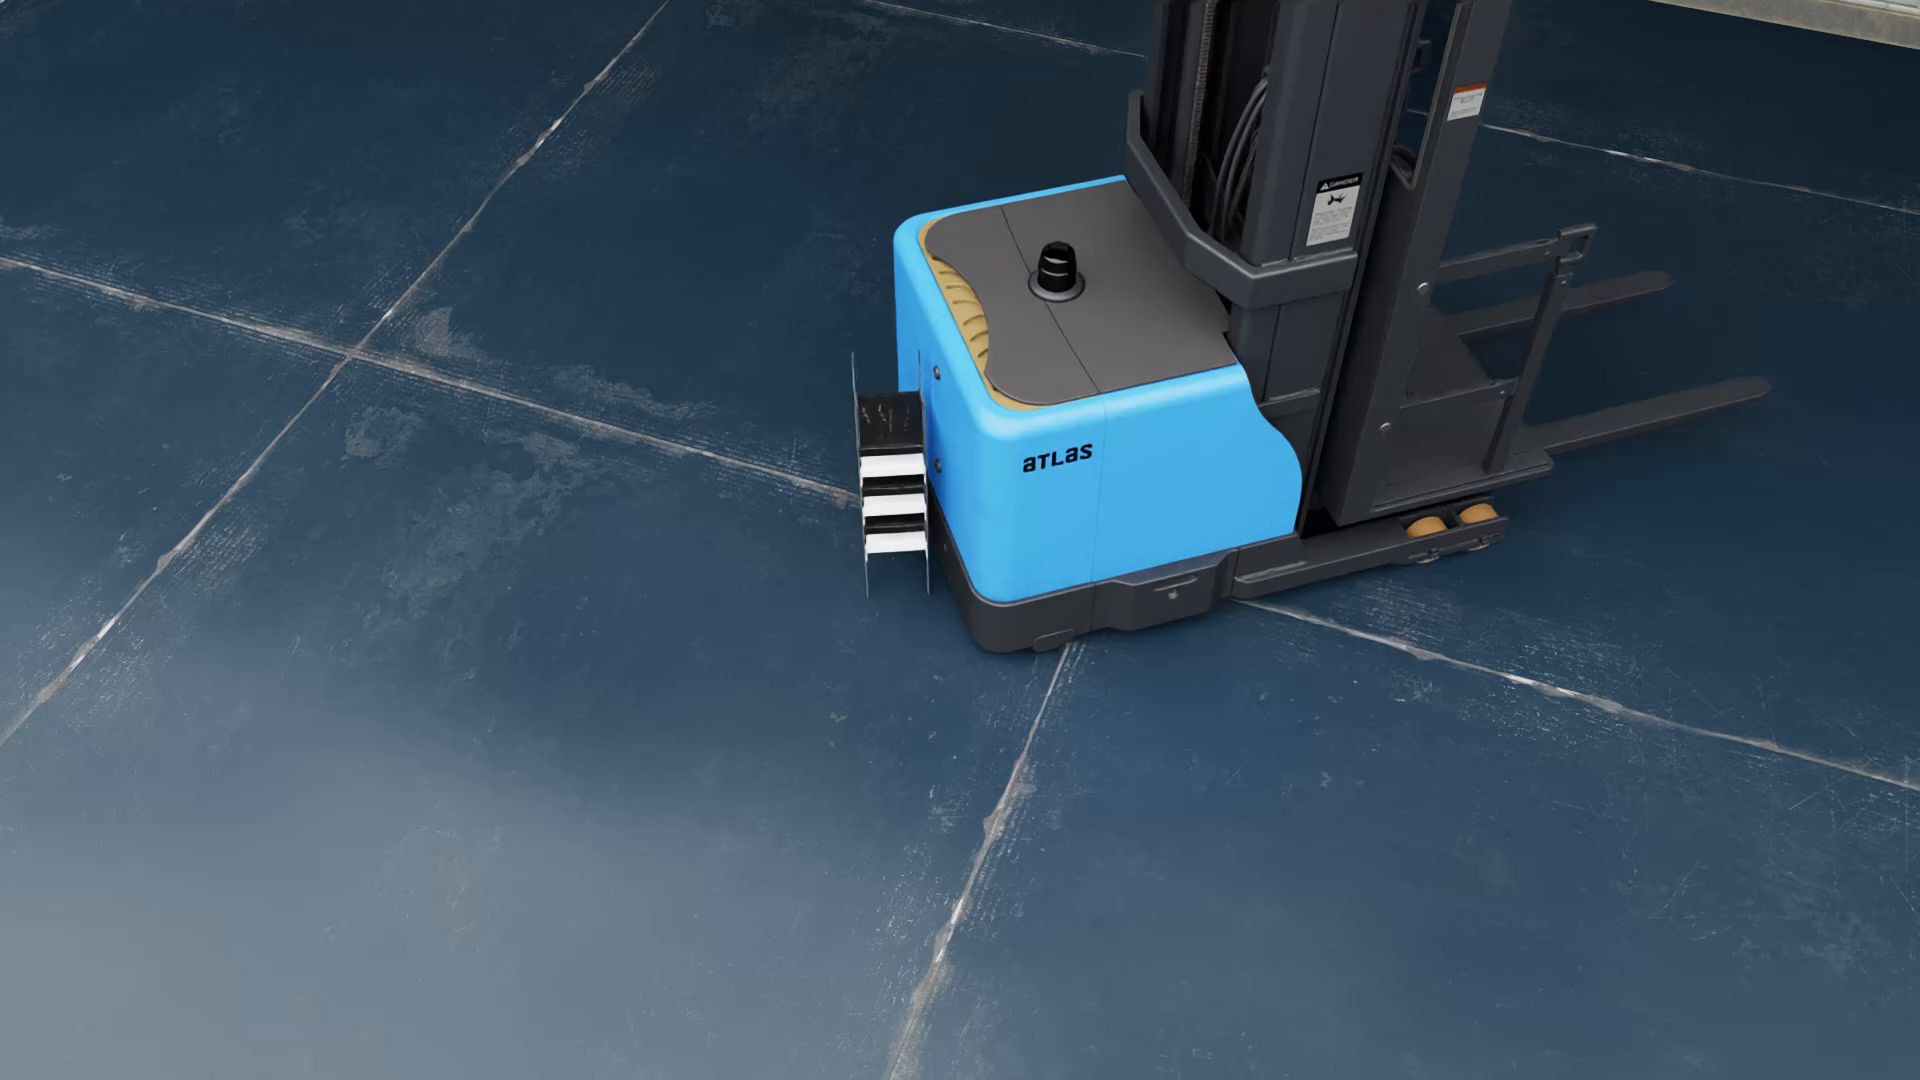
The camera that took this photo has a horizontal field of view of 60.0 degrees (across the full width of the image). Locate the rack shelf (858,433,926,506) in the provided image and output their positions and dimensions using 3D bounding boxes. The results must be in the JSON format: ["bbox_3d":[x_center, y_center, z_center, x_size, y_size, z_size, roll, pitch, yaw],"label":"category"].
[{"bbox_3d":[-0.217,-0.231,5.279,0.200,0.077,0.258,-4,49,-3],"label":"rack shelf"}]

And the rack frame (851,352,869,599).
[{"bbox_3d":[-0.318,-0.187,5.317,0.006,0.900,0.240,-4,49,-3],"label":"rack frame"}]

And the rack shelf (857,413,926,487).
[{"bbox_3d":[-0.217,-0.290,5.211,0.200,0.077,0.258,-4,49,-3],"label":"rack shelf"}]

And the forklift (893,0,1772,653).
[{"bbox_3d":[1.352,-1.251,4.894,3.031,2.935,1.130,-13,50,-11],"label":"forklift"}]

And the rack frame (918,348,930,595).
[{"bbox_3d":[-0.116,-0.200,5.328,0.006,0.900,0.240,-4,49,-3],"label":"rack frame"}]

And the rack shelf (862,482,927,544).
[{"bbox_3d":[-0.217,-0.113,5.415,0.200,0.077,0.258,-4,49,-3],"label":"rack shelf"}]

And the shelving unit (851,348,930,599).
[{"bbox_3d":[-0.217,-0.194,5.322,0.210,0.900,0.258,-4,49,-3],"label":"shelving unit"}]

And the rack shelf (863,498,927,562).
[{"bbox_3d":[-0.217,-0.054,5.483,0.200,0.077,0.258,-4,49,-3],"label":"rack shelf"}]

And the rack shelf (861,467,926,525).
[{"bbox_3d":[-0.217,-0.172,5.347,0.200,0.077,0.258,-4,49,-3],"label":"rack shelf"}]

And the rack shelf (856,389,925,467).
[{"bbox_3d":[-0.217,-0.349,5.143,0.200,0.077,0.258,-4,49,-3],"label":"rack shelf"}]
